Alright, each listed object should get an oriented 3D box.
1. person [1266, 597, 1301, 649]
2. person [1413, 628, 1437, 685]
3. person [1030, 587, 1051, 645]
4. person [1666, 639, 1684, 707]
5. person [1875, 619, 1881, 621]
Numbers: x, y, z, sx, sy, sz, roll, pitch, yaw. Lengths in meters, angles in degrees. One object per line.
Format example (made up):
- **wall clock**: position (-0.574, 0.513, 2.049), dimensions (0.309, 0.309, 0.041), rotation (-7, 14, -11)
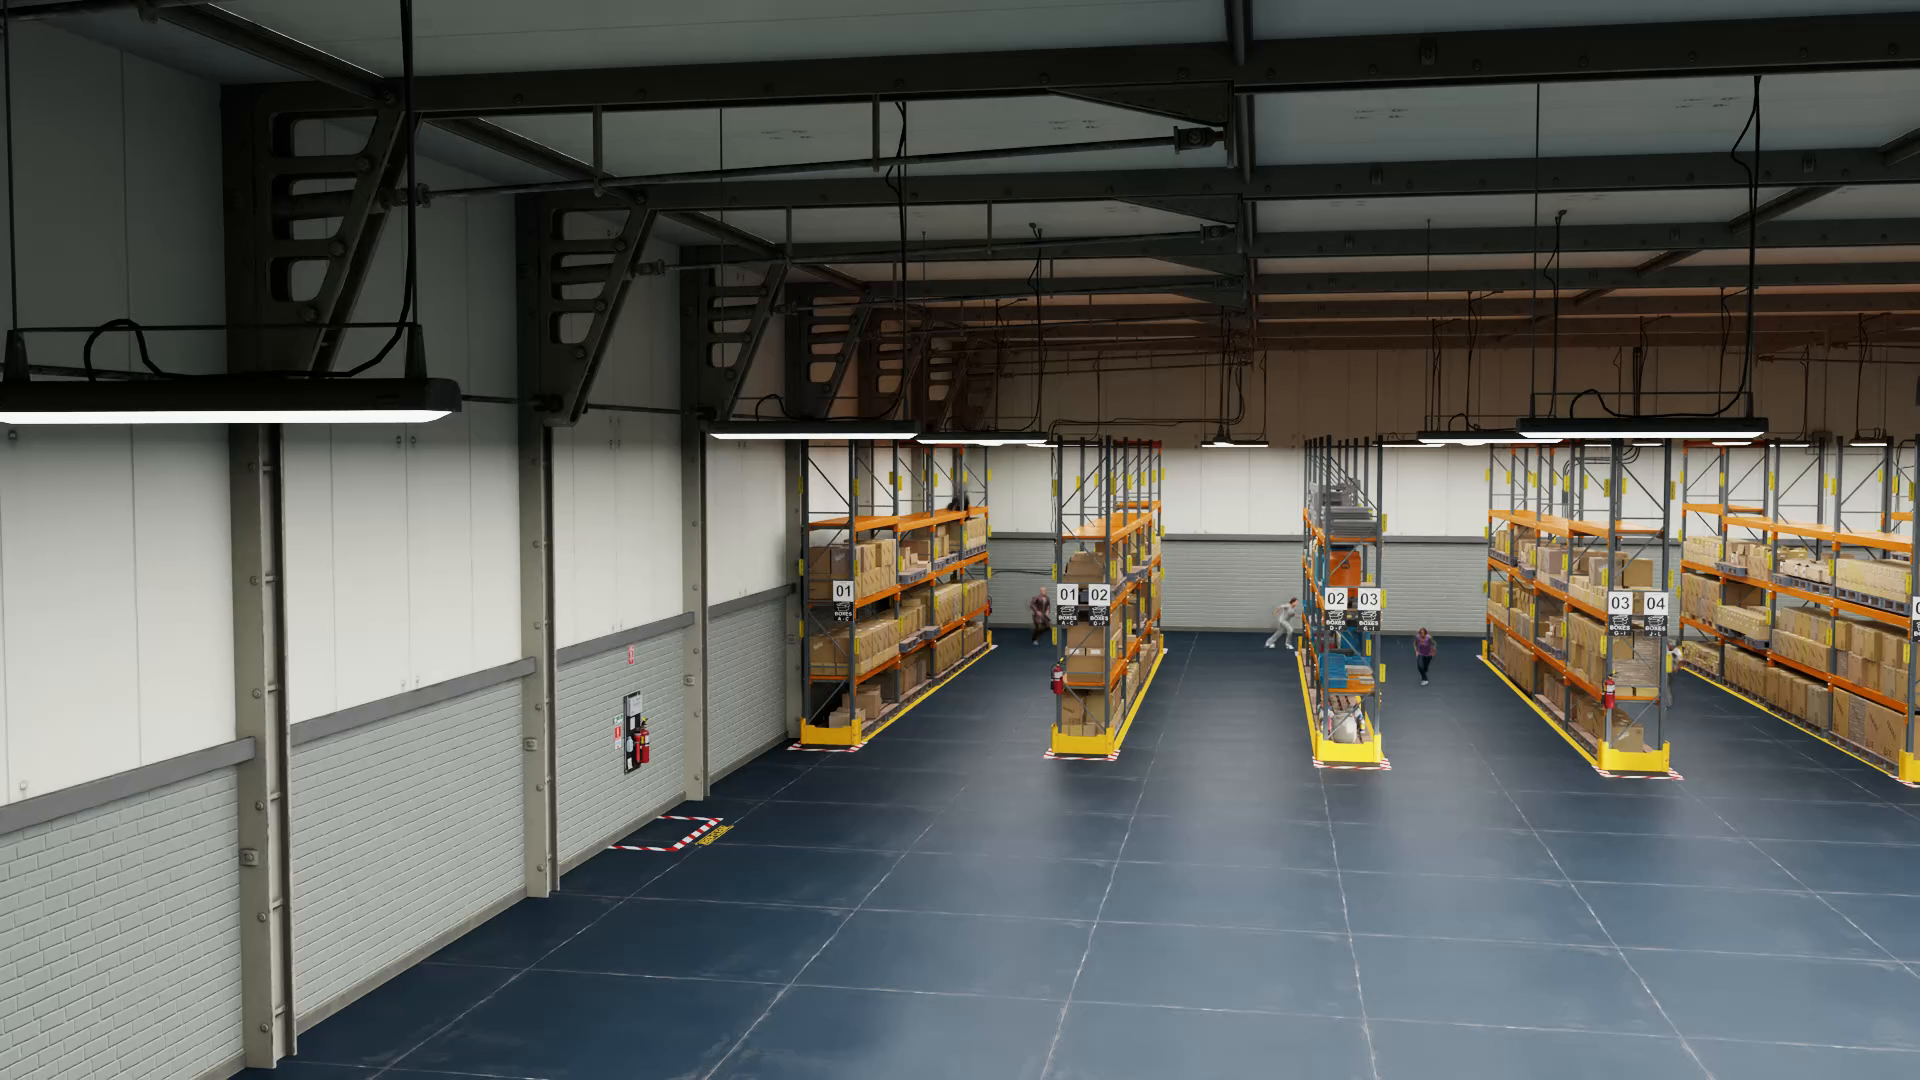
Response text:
- **person**: position (9.324, 2.376, 47.810), dimensions (1.069, 1.494, 0.554), rotation (2, 4, 38)
- **person**: position (11.360, 2.822, 40.592), dimensions (0.554, 1.426, 0.845), rotation (1, 3, 22)
- **person**: position (2.403, 2.242, 49.193), dimensions (0.574, 1.683, 0.786), rotation (3, 4, 41)
- **person**: position (15.933, 2.939, 37.379), dimensions (0.584, 1.514, 1.022), rotation (1, 3, 19)
- **person**: position (21.399, 2.714, 38.802), dimensions (0.691, 1.752, 1.063), rotation (0, 3, 0)
